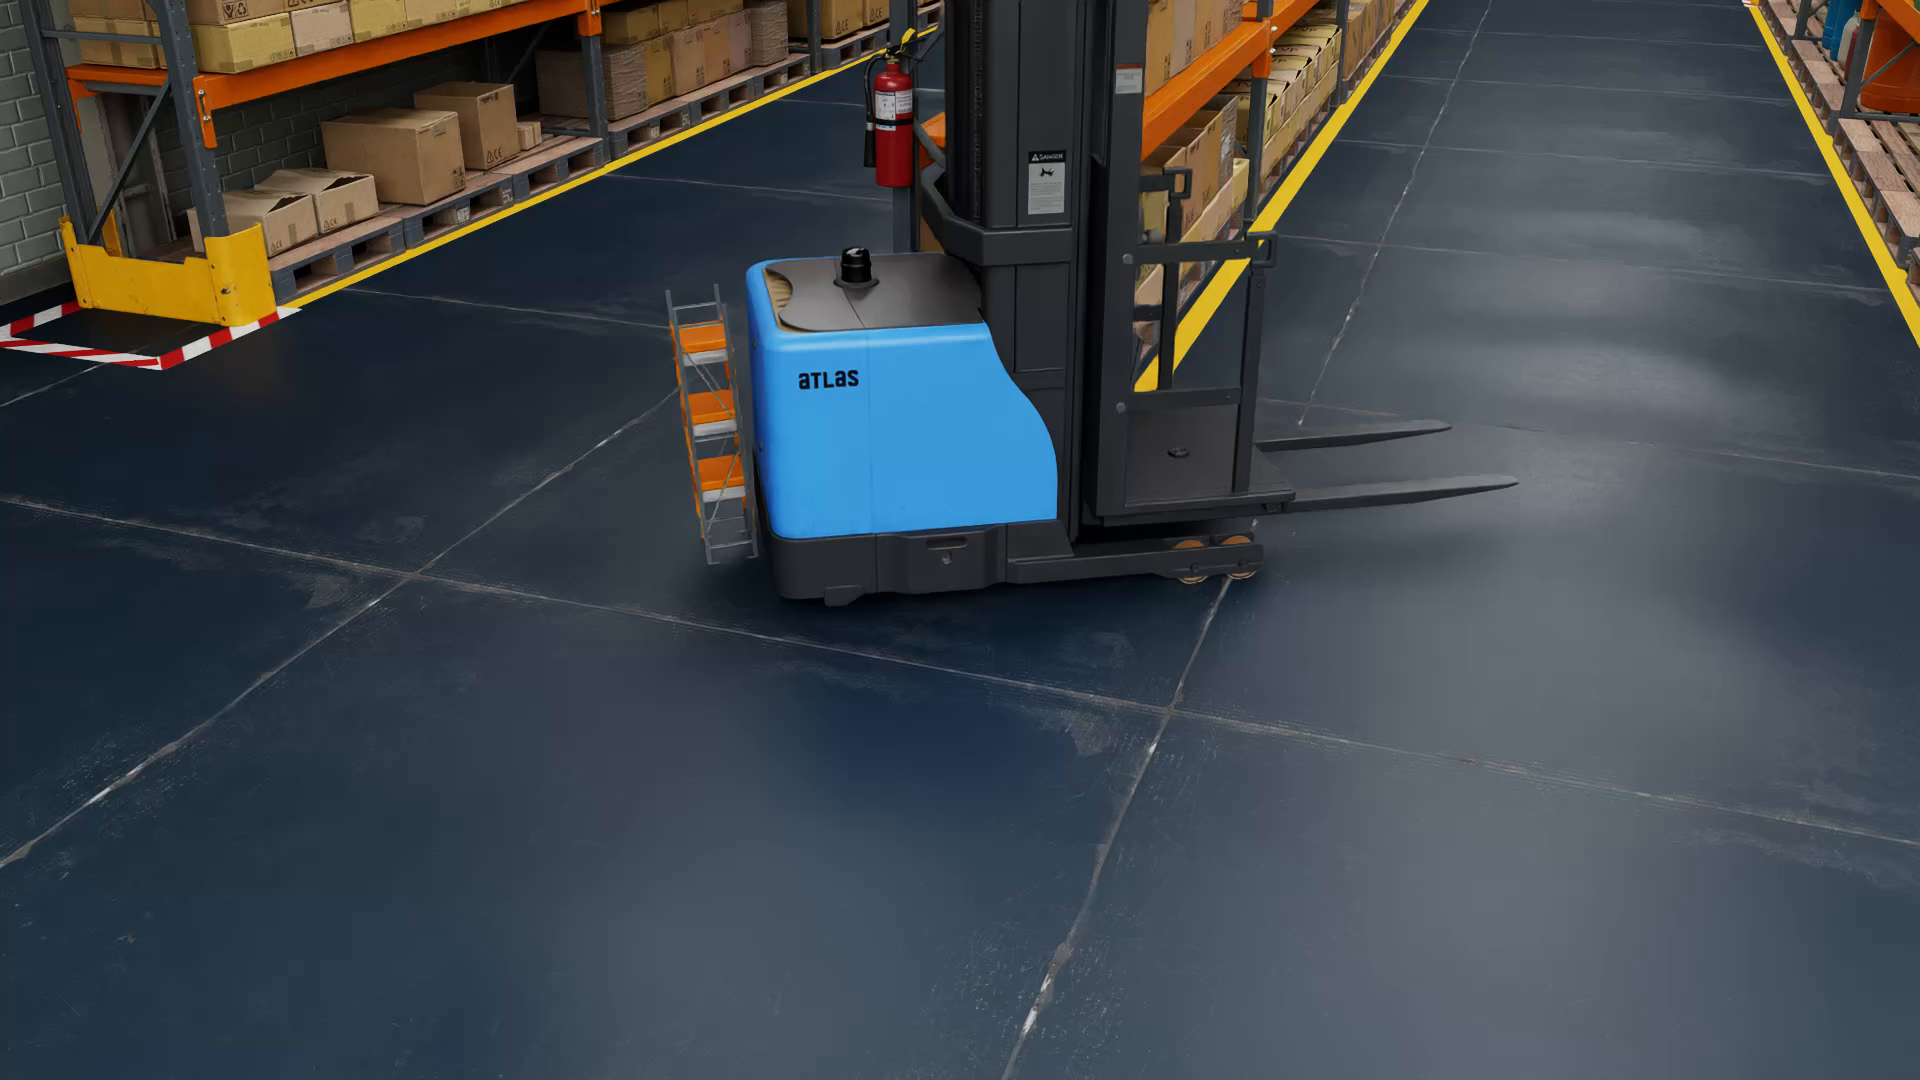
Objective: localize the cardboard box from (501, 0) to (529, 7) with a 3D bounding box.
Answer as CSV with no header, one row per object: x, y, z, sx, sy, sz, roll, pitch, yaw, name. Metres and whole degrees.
-3.204,-3.786,11.277,0.500,0.250,0.500,9,27,18,cardboard box

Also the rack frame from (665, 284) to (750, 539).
-0.986,-0.490,6.542,0.200,1.050,0.008,-9,27,-11,rack frame

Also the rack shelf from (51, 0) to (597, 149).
-3.824,-3.141,10.621,1.077,0.370,4.000,9,27,17,rack shelf

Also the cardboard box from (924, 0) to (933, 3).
-0.590,-6.510,18.738,0.750,0.750,0.750,9,27,18,cardboard box

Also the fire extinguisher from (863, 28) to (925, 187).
-0.294,-1.910,7.342,0.296,0.674,0.183,9,27,17,fire extinguisher

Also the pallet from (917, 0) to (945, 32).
-0.682,-5.991,18.882,1.003,0.211,1.213,9,27,17,pallet

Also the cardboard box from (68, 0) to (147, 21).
-4.533,-3.147,9.096,0.500,0.500,0.500,8,27,17,cardboard box

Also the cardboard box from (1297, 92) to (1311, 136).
2.393,-3.283,12.763,0.500,0.250,0.500,9,27,18,cardboard box

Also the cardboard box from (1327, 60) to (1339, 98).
2.900,-3.914,14.064,0.500,0.250,0.500,9,27,19,cardboard box

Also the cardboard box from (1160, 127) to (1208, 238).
1.073,-2.019,9.292,0.500,0.500,0.500,9,27,17,cardboard box

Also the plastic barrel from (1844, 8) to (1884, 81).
8.038,-4.265,14.402,0.600,0.588,0.708,9,27,17,plastic barrel

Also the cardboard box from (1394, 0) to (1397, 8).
4.520,-5.987,18.253,0.500,0.311,0.500,9,27,17,cardboard box

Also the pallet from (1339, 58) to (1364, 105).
3.129,-4.260,15.306,1.003,0.211,1.213,9,27,17,pallet

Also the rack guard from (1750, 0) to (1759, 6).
10.173,-6.668,19.949,1.175,0.500,0.348,9,27,17,rack guard

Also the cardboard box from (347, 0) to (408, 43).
-3.693,-3.163,9.990,0.500,0.250,0.500,8,27,17,cardboard box

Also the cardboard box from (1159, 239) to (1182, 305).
0.901,-1.477,9.032,0.500,0.250,0.500,9,27,17,cardboard box

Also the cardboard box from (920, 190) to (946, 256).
0.081,-1.479,8.175,0.500,0.500,0.500,9,27,17,cardboard box

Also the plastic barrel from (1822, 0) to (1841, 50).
8.649,-5.161,15.894,0.600,0.901,0.708,9,27,17,plastic barrel

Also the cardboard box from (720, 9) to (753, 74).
-2.299,-4.505,14.977,0.700,0.500,0.500,9,27,17,cardboard box

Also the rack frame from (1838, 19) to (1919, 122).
7.515,-4.494,12.590,1.000,3.000,0.127,9,27,17,rack frame

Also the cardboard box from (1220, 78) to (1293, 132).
2.058,-3.113,11.766,0.500,0.311,0.500,8,27,17,cardboard box

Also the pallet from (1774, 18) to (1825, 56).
9.054,-5.191,17.228,1.003,0.211,1.213,9,27,17,pallet

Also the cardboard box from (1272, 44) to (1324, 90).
2.566,-3.745,13.073,0.500,0.311,0.500,9,27,17,cardboard box

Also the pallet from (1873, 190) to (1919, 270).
6.409,-1.923,10.480,1.003,0.211,1.213,9,27,17,pallet

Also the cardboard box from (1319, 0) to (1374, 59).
3.607,-4.854,15.696,0.500,0.500,0.500,8,27,17,cardboard box

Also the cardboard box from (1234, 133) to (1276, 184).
1.882,-2.651,11.457,0.500,0.250,0.500,8,27,16,cardboard box

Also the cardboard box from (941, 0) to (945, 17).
0.131,-2.448,7.505,0.380,0.149,0.250,8,27,17,cardboard box

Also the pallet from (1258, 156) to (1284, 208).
1.723,-2.623,11.926,1.003,0.211,1.213,9,27,17,pallet

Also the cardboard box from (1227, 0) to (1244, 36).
1.372,-3.432,10.281,0.700,0.500,0.500,8,27,16,cardboard box

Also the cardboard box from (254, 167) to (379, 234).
-3.985,-2.136,10.301,0.500,0.311,0.500,11,28,22,cardboard box

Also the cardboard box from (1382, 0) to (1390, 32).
4.110,-5.484,16.999,0.500,0.500,0.500,9,27,18,cardboard box

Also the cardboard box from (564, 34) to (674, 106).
-2.805,-3.884,13.694,0.700,0.500,0.500,8,27,16,cardboard box

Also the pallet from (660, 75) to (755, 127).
-2.496,-3.855,14.470,1.003,0.211,1.213,9,27,17,pallet

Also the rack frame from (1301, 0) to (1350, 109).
2.845,-5.214,14.076,1.000,3.000,0.127,9,27,17,rack frame

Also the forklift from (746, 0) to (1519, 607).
0.712,-1.372,6.221,3.031,2.935,1.130,-5,26,-9,forklift

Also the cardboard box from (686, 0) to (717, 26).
-2.433,-4.600,14.313,0.500,0.250,0.500,9,27,17,cardboard box

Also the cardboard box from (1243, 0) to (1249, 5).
1.637,-3.711,11.145,0.500,0.250,0.500,11,28,21,cardboard box

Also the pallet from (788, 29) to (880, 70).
-1.494,-4.989,16.811,1.003,0.211,1.213,9,27,17,pallet

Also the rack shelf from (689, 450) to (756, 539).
-0.939,-0.181,6.565,0.215,0.259,0.240,-9,27,-11,rack shelf

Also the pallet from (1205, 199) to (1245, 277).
1.210,-1.994,10.627,1.003,0.211,1.213,9,27,17,pallet

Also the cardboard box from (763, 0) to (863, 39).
-1.459,-5.435,16.519,0.750,0.750,0.750,8,27,17,cardboard box

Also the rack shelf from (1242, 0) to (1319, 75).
2.180,-4.068,12.536,1.077,0.370,4.000,9,27,17,rack shelf

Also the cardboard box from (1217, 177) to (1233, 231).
1.390,-2.095,10.309,0.500,0.250,0.500,9,27,17,cardboard box

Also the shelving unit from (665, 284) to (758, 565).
-0.956,-0.438,6.436,0.215,1.050,0.252,-9,27,-11,shelving unit

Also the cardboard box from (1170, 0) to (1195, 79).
0.863,-2.798,8.972,0.700,0.500,0.500,10,27,19,cardboard box

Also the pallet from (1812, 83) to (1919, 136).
7.738,-3.569,13.879,1.003,0.211,1.213,9,27,17,pallet

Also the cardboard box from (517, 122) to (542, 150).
-3.308,-2.985,12.220,0.380,0.166,0.250,5,26,11,cardboard box

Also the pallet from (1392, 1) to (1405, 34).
4.406,-5.885,18.662,1.003,0.211,1.213,9,27,17,pallet

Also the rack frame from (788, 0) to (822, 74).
-1.827,-5.931,15.557,1.000,3.000,0.127,9,27,17,rack frame
